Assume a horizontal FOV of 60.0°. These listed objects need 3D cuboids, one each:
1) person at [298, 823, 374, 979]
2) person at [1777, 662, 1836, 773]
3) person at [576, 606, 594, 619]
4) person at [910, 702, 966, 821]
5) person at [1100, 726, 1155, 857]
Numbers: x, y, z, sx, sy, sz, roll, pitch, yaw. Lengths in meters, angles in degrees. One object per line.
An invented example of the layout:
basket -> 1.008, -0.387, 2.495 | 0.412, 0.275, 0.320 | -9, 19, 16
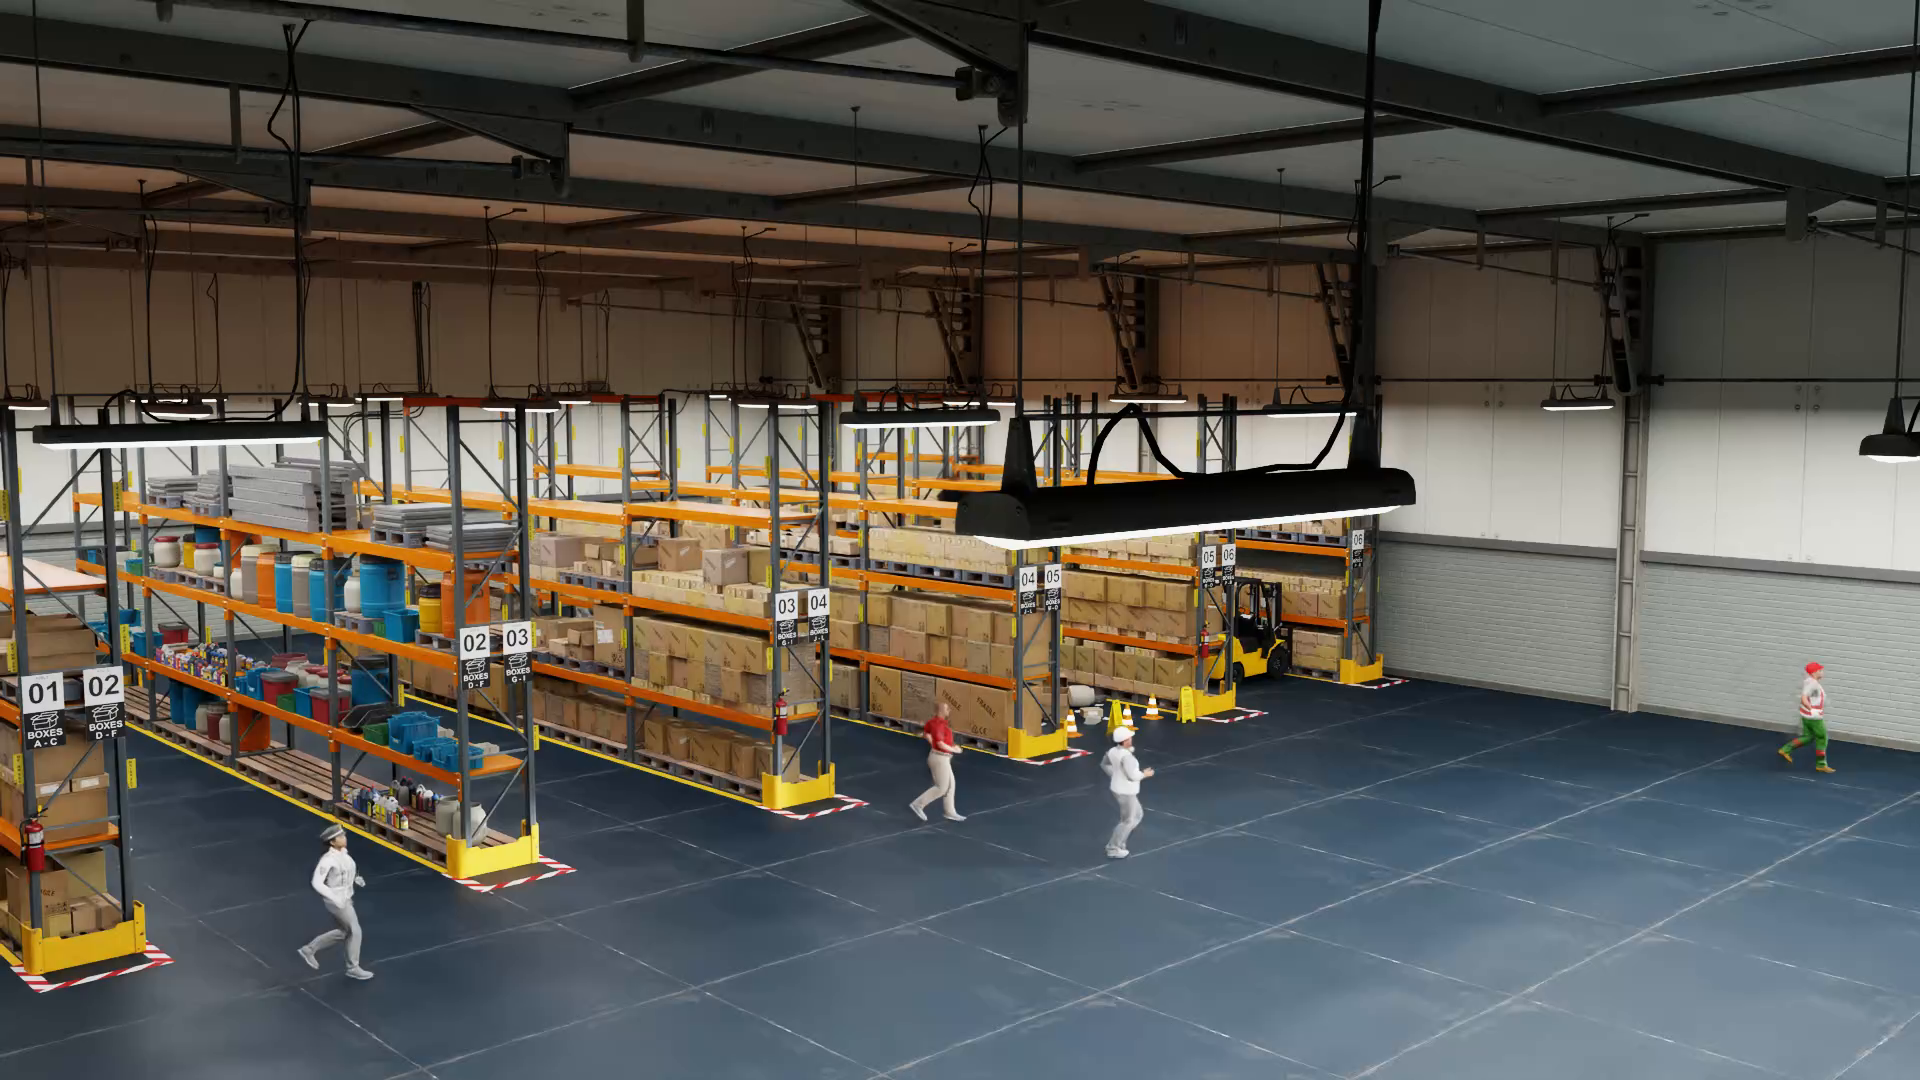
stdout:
person -> -6.609, 3.810, 17.554 | 0.757, 1.696, 0.611 | -1, 6, -6
person -> 13.714, 2.852, 26.871 | 0.881, 1.788, 0.643 | 1, 6, 14
person -> -9.468, 1.420, 41.627 | 0.694, 1.772, 0.825 | 5, 8, 44
person -> -0.322, 3.185, 23.801 | 0.838, 1.745, 0.688 | -1, 6, -10
person -> 2.230, 3.332, 22.019 | 0.647, 1.767, 0.642 | -1, 6, -14
